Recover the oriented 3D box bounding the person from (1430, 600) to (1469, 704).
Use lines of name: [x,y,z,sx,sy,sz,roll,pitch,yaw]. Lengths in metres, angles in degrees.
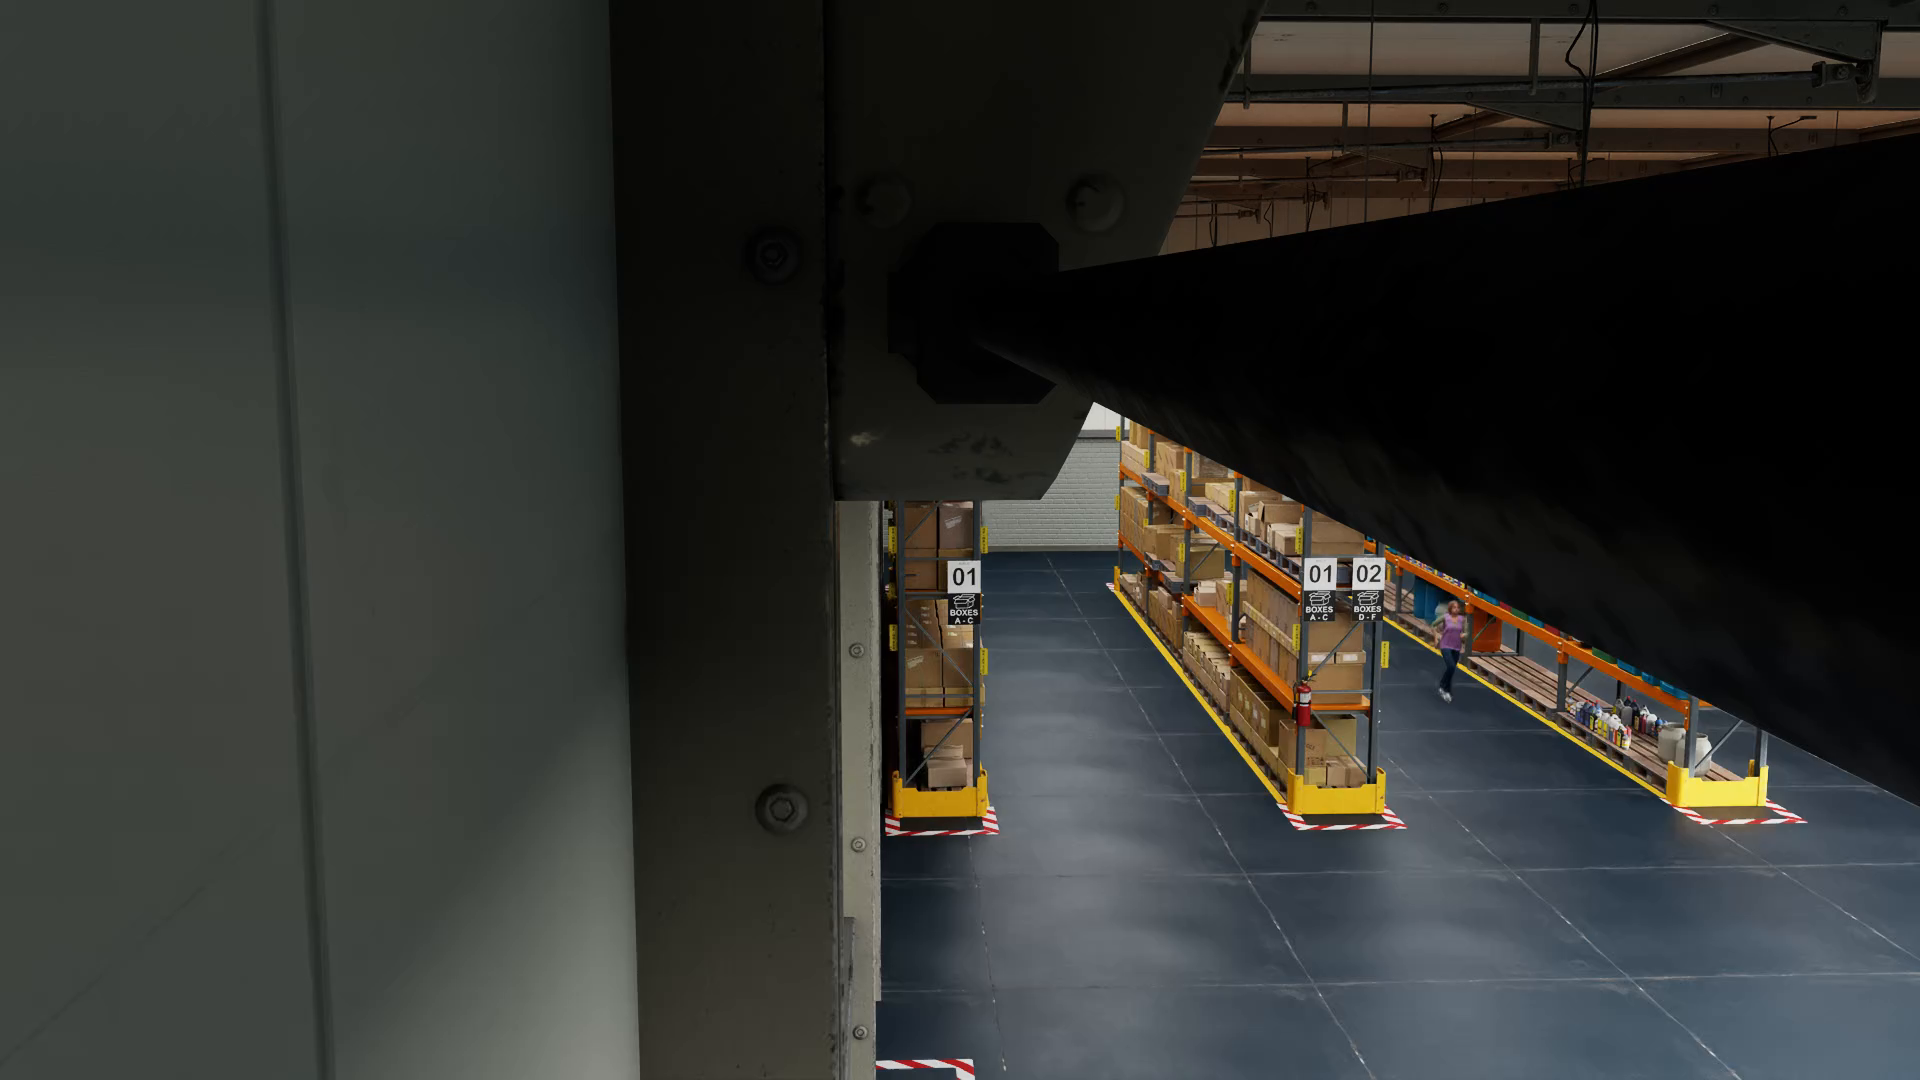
person: [7.785,1.752,26.377,0.515,1.622,0.663,-2,8,-11]
